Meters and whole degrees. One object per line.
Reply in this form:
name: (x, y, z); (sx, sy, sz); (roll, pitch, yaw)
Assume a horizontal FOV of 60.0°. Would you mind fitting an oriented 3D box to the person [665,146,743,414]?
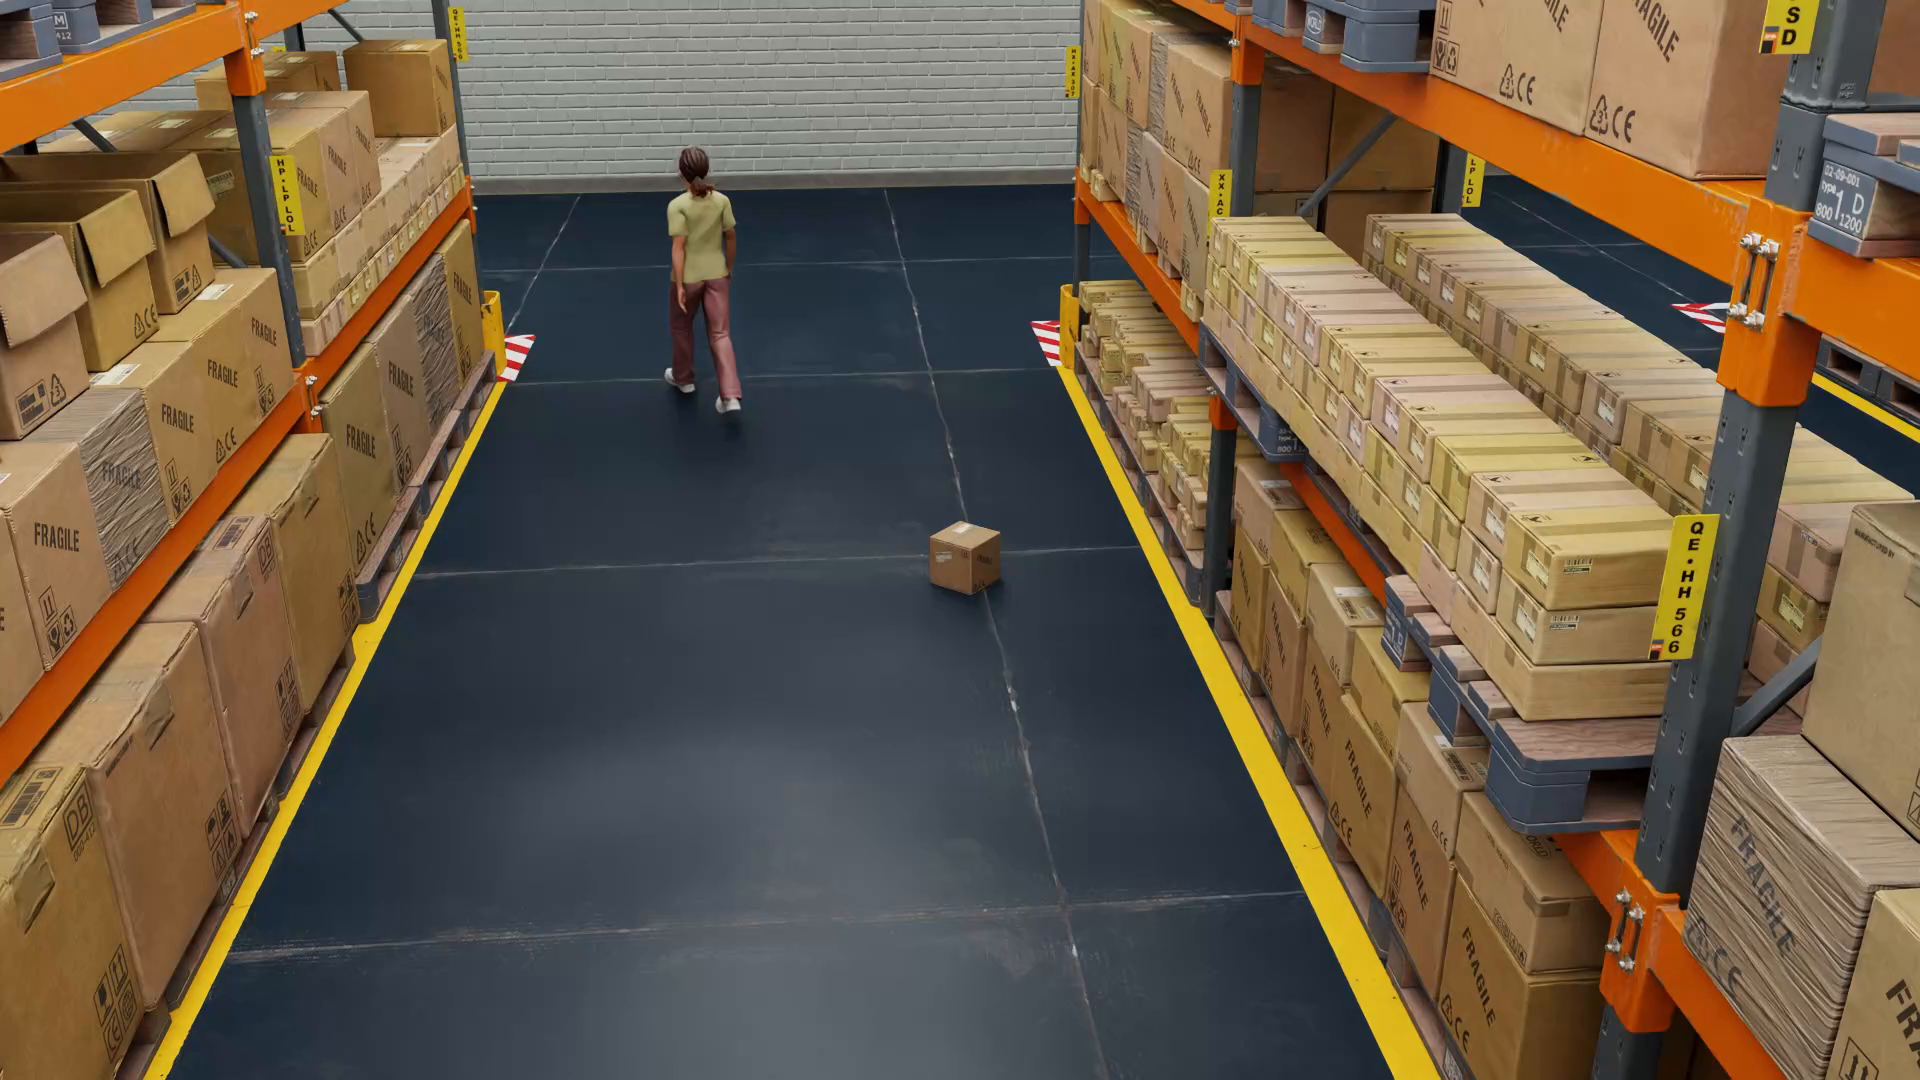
person: (-1.585, -1.620, 10.282); (0.458, 1.617, 1.057); (-11, 26, -23)
